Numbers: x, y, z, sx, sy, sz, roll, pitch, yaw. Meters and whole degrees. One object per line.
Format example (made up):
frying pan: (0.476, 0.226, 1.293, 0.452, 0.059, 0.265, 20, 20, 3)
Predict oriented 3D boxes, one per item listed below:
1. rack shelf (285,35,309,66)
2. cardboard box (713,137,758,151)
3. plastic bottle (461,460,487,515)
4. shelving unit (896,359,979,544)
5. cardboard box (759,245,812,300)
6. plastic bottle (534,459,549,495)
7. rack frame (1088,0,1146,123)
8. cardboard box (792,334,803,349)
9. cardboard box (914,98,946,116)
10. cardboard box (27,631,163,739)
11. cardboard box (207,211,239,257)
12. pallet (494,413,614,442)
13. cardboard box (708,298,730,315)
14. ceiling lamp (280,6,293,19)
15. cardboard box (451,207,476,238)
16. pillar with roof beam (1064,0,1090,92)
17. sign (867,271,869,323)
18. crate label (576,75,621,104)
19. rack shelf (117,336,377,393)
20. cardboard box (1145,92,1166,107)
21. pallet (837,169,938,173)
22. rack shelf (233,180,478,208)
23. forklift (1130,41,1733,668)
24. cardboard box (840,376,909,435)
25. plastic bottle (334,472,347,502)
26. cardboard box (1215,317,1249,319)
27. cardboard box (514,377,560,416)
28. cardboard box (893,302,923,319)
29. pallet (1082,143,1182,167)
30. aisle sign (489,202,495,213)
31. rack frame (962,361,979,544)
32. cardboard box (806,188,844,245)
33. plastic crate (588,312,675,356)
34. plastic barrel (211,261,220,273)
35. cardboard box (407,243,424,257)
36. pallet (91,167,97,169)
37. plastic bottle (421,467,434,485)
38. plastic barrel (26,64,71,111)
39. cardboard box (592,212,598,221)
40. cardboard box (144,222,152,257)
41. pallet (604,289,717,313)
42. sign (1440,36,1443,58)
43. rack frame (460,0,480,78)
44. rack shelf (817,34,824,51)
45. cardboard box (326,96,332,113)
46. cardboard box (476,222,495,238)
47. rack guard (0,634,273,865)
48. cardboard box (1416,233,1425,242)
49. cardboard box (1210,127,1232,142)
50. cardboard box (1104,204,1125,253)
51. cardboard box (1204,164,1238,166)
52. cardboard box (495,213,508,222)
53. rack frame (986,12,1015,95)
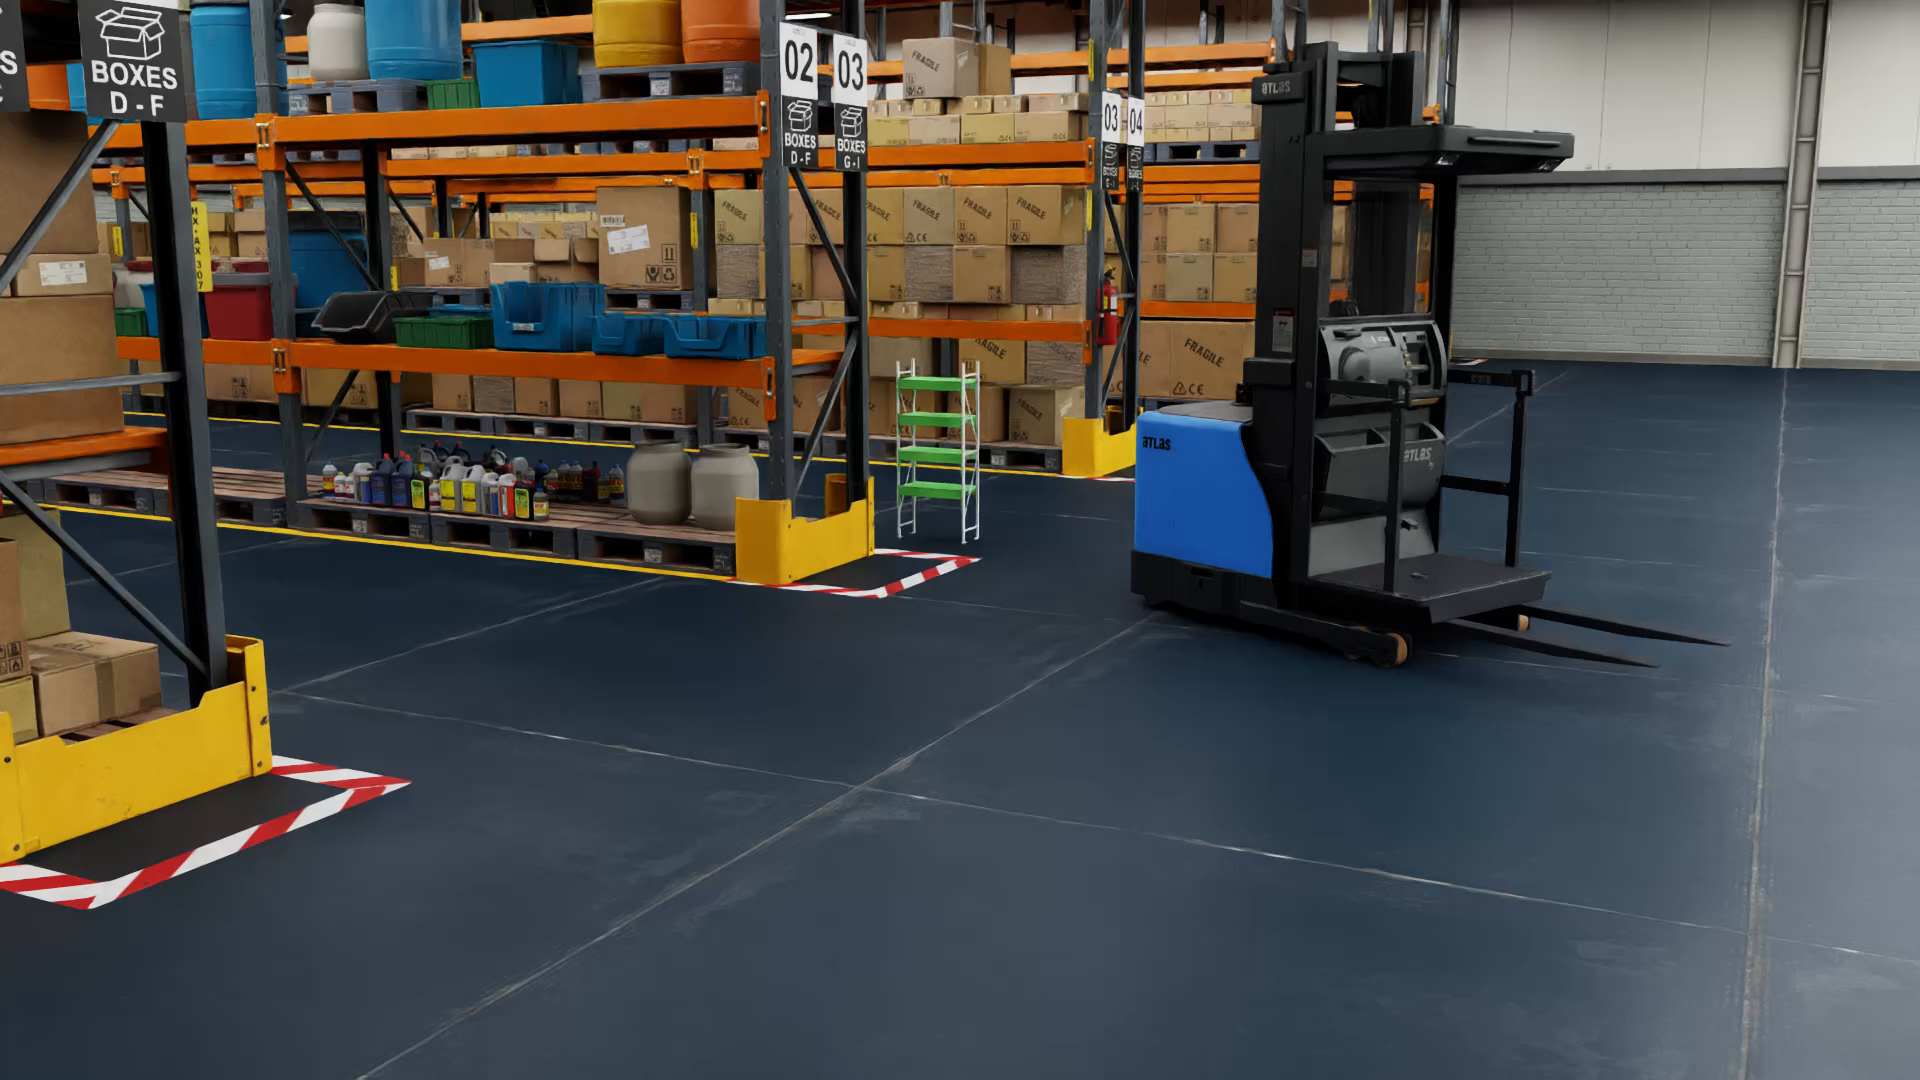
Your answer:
rack shelf: (-7.630, -5.294, 18.358, 4.000, 0.370, 1.077, 5, 11, 26)
cardboard box: (-1.959, -3.746, 15.504, 0.500, 0.250, 0.500, 5, 11, 24)
plastic bottle: (-3.183, -0.349, 10.940, 0.185, 0.351, 0.144, 6, 12, 28)
shelving unit: (-0.148, -0.603, 11.195, 0.503, 1.200, 0.258, 5, 11, 26)
cardboard box: (-1.440, -2.525, 15.645, 0.500, 0.500, 0.875, 5, 11, 26)
plastic bottle: (-2.920, -0.431, 11.617, 0.097, 0.271, 0.097, 0, 10, 0)
rack frame: (1.338, -5.057, 13.904, 0.127, 3.000, 1.000, 5, 11, 26)
cardboard box: (-2.259, -2.488, 21.695, 0.750, 0.750, 1.050, 5, 11, 27)
cardboard box: (-0.213, -3.779, 14.567, 0.250, 0.149, 0.380, 4, 11, 23)
cardboard box: (-3.431, 0.545, 6.335, 0.500, 0.250, 0.500, 5, 11, 26)
cardboard box: (-8.237, -3.488, 18.985, 0.637, 0.503, 0.797, 5, 11, 26)
pallet: (-4.046, -1.205, 17.296, 1.213, 0.211, 1.003, 5, 11, 26)
cardboard box: (-2.189, -2.232, 15.843, 0.250, 0.149, 0.380, 5, 11, 26)
ceiling lamp: (-12.106, -10.597, 28.125, 0.800, 3.185, 2.000, 5, 11, 26)
cardboard box: (-7.435, -4.597, 24.283, 0.500, 0.500, 0.500, 5, 12, 27)
pillar with roof beam: (0.405, -7.417, 26.943, 0.548, 9.000, 9.100, 5, 11, 26)
sign: (-0.606, -1.538, 10.526, 0.005, 0.325, 0.100, 5, 11, 26)
crate label: (-2.386, -2.917, 10.920, 0.408, 0.251, 0.502, 5, 11, 26)
rack shelf: (-6.234, -1.433, 12.744, 4.000, 0.370, 1.077, 5, 11, 26)
cardboard box: (2.262, -4.942, 18.699, 0.250, 0.149, 0.380, 5, 11, 26)
pallet: (-0.808, -4.651, 20.618, 1.217, 0.209, 0.805, 5, 11, 24)
rack shelf: (-8.932, -5.114, 24.664, 4.000, 0.370, 1.077, 5, 11, 26)
forklift: (2.257, -0.936, 8.174, 1.130, 2.935, 3.031, -8, 13, -38)
cardboard box: (-0.800, -1.279, 15.712, 0.500, 0.500, 0.500, 4, 11, 21)
plastic bottle: (-4.258, -0.366, 11.449, 0.097, 0.201, 0.097, 0, 10, 0)
cardboard box: (3.970, -3.013, 23.893, 0.500, 0.500, 0.500, 5, 11, 24)
cardboard box: (-4.212, -1.587, 17.360, 0.500, 0.500, 0.700, 6, 12, 31)
cardboard box: (-0.401, -2.072, 14.963, 0.250, 0.149, 0.380, 5, 11, 26)
pallet: (1.855, -4.474, 19.356, 1.213, 0.211, 1.003, 5, 11, 26)
aisle sign: (-8.553, -6.283, 30.223, 0.004, 0.787, 0.394, 5, 11, 26)
rack frame: (0.070, -0.584, 11.089, 0.015, 1.200, 0.240, 5, 11, 26)
cardboard box: (-1.061, -2.953, 15.200, 0.500, 0.500, 0.500, 5, 11, 26)
plastic crate: (-2.015, -1.284, 10.322, 0.408, 0.251, 0.499, 5, 11, 26)
plastic barrel: (-5.860, -1.864, 12.726, 0.433, 0.535, 0.433, 0, 10, 0)
cardboard box: (-7.697, -4.023, 23.922, 0.500, 0.500, 0.500, 5, 11, 26)
pallet: (-11.243, -4.645, 20.302, 1.213, 0.211, 1.003, 5, 11, 26)
plastic bottle: (-3.583, -0.353, 11.182, 0.097, 0.271, 0.097, 0, 10, 0)
plastic barrel: (-6.801, -3.481, 12.411, 0.708, 0.830, 0.600, 5, 11, 26)
cardboard box: (-6.098, -5.544, 28.528, 0.250, 0.149, 0.380, 5, 11, 25)
cardboard box: (-9.740, -3.571, 20.017, 0.500, 0.500, 0.500, 5, 11, 26)
pallet: (-2.870, -2.409, 16.658, 1.213, 0.211, 1.003, 5, 11, 26)
sign: (7.663, -7.846, 26.468, 0.005, 0.325, 0.100, 5, 11, 26)
rack frame: (-7.138, -6.787, 23.462, 0.127, 3.000, 1.000, 5, 11, 26)
rack shelf: (-4.639, -9.817, 32.894, 4.000, 0.370, 1.077, 5, 11, 26)
cardboard box: (-6.415, -4.505, 17.810, 0.637, 0.503, 0.797, 6, 12, 29)
cardboard box: (-8.321, -5.406, 29.591, 0.500, 0.500, 0.500, 5, 11, 25)
rack guard: (-3.027, 0.709, 5.910, 0.348, 0.500, 1.175, 5, 11, 26)
cardboard box: (7.501, -4.990, 27.442, 0.250, 0.149, 0.380, 5, 11, 26)
cardboard box: (2.949, -4.489, 18.436, 0.250, 0.149, 0.380, 5, 11, 26)
cardboard box: (1.799, -3.645, 19.495, 0.500, 0.550, 0.875, 5, 11, 26)
cardboard box: (3.773, -5.353, 23.548, 0.500, 0.250, 0.500, 5, 11, 26)
cardboard box: (-7.981, -5.689, 29.329, 0.250, 0.149, 0.380, 5, 12, 28)
rack frame: (0.741, -8.063, 30.514, 0.127, 3.000, 1.000, 5, 11, 26)
